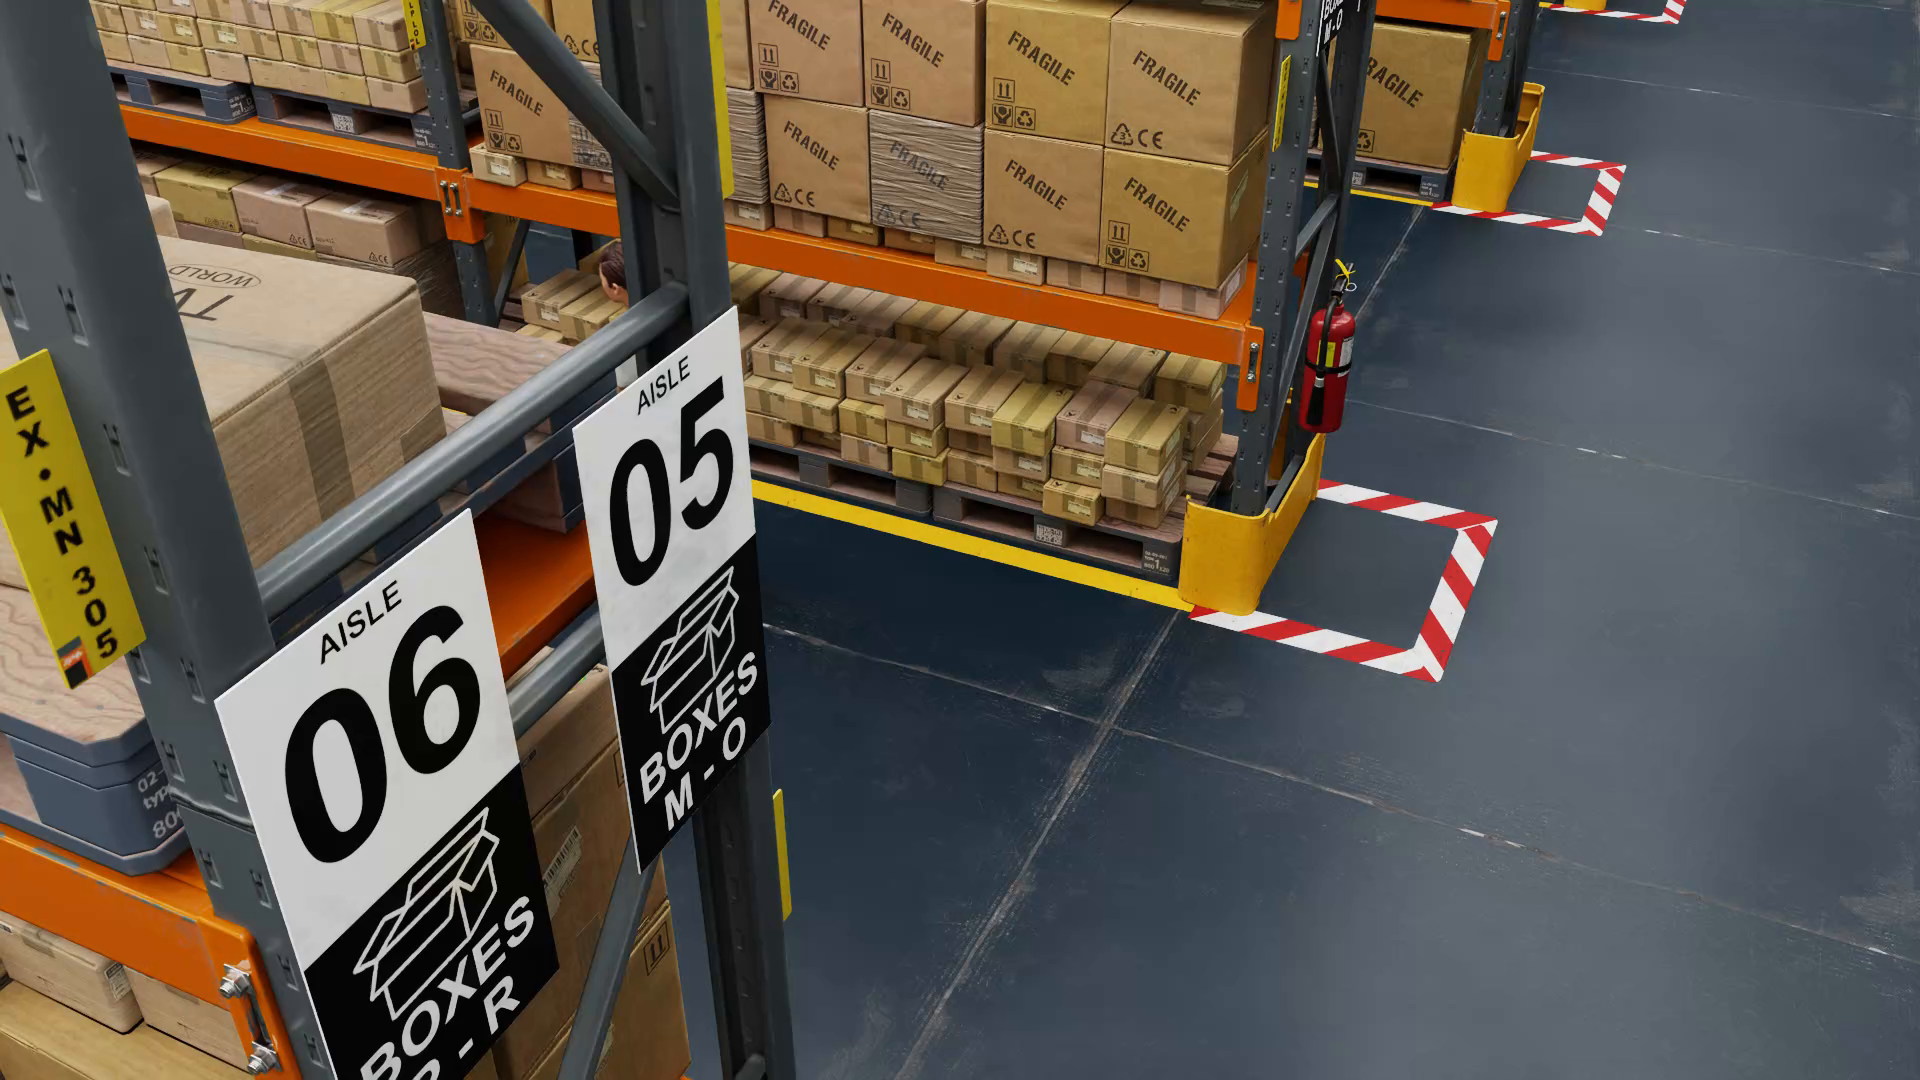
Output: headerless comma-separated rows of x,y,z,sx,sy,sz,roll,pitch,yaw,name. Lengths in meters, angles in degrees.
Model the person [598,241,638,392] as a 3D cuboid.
-1.232,-0.435,6.793,0.359,1.672,0.493,17,37,23,person
